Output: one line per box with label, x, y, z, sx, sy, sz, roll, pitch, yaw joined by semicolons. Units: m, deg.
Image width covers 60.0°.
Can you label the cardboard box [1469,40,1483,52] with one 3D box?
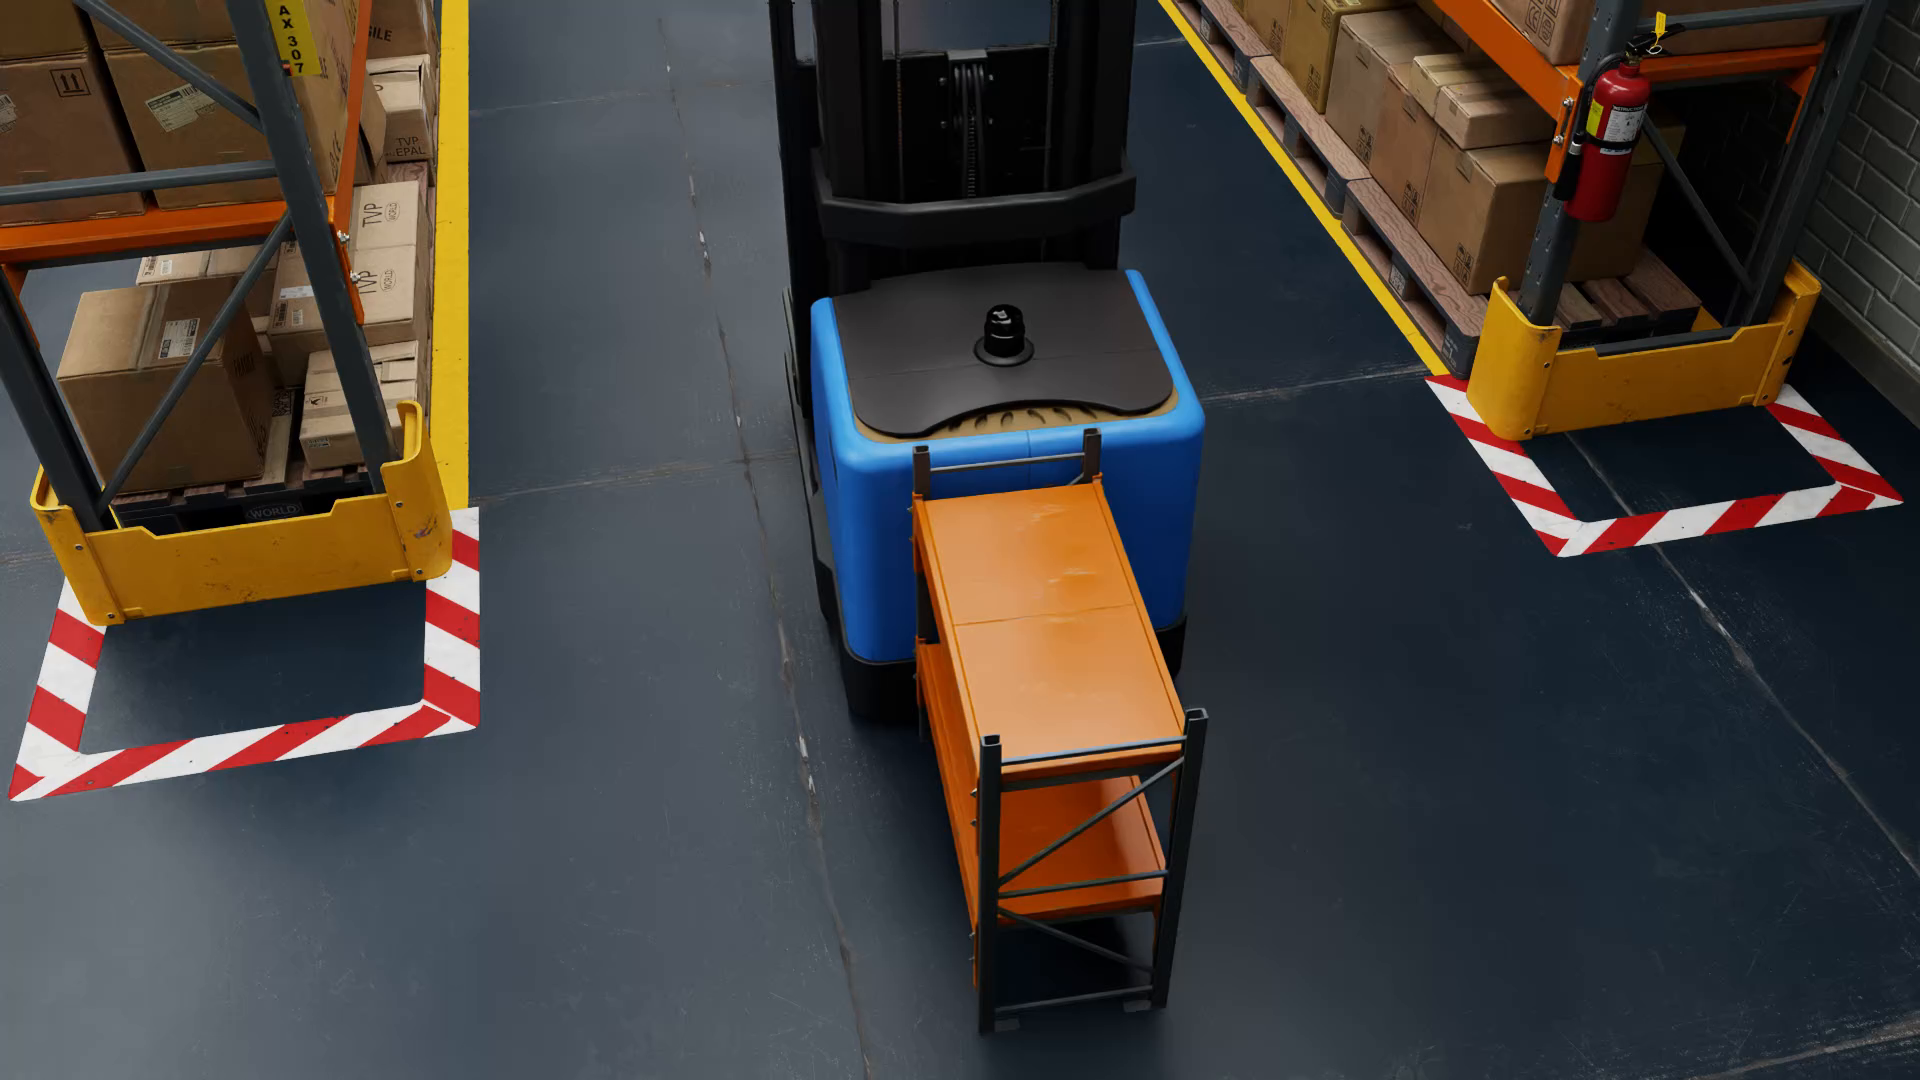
cardboard box;2.338;-2.032;6.858;0.380;0.149;0.250;-8;42;-9

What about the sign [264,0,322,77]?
sign;-1.778;-1.379;4.392;0.100;0.325;0.005;-8;42;-9

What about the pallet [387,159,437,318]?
pallet;-2.757;-1.290;7.044;1.003;0.211;1.213;-8;42;-9

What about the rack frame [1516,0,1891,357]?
rack frame;2.528;-1.690;5.394;1.000;3.000;0.127;-8;42;-9

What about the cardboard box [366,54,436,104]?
cardboard box;-2.632;-2.106;7.679;0.380;0.149;0.250;-8;42;-9

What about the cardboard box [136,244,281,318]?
cardboard box;-2.842;-1.051;6.414;0.500;0.250;0.500;-8;42;-9

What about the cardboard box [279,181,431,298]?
cardboard box;-2.364;-1.155;6.532;0.500;0.250;0.500;-8;42;-9

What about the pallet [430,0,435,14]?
pallet;-3.384;-3.049;9.026;1.003;0.211;1.213;-8;42;-9

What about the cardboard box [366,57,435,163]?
cardboard box;-2.609;-1.915;7.341;0.500;0.311;0.500;-8;42;-9

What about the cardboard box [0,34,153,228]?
cardboard box;-2.670;-1.266;4.842;0.500;0.500;0.500;-7;42;-8

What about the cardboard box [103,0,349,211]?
cardboard box;-2.146;-1.340;4.925;0.500;0.500;0.500;-8;42;-8

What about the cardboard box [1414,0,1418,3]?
cardboard box;2.172;-2.527;7.416;0.380;0.149;0.250;-9;42;-10

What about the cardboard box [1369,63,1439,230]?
cardboard box;2.171;-1.676;6.945;0.700;0.500;0.500;-8;42;-9

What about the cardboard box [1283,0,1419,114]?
cardboard box;1.940;-2.346;7.700;0.700;0.500;0.500;-7;42;-8

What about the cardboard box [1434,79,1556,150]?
cardboard box;2.074;-1.651;6.429;0.380;0.149;0.250;-9;42;-10

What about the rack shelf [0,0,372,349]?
rack shelf;-2.740;-2.005;6.291;1.077;0.370;4.000;-8;42;-9

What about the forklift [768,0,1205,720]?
forklift;-0.060;-1.536;5.272;1.130;2.935;3.031;-6;42;-7

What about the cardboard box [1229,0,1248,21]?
cardboard box;1.726;-3.005;8.443;0.700;0.500;0.500;-8;42;-9

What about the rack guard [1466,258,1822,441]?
rack guard;2.533;-0.739;6.206;1.175;0.500;0.348;-8;42;-9

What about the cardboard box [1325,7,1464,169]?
cardboard box;2.062;-2.002;7.312;0.700;0.500;0.500;-10;42;-11

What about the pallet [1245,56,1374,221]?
pallet;2.019;-1.943;7.780;1.003;0.211;1.213;-8;42;-9

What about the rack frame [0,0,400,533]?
rack frame;-2.308;-0.978;4.592;1.000;3.000;0.127;-8;42;-9

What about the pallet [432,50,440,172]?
pallet;-3.024;-2.082;7.937;1.003;0.211;1.213;-8;42;-9

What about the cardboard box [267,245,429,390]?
cardboard box;-2.256;-0.831;6.167;0.500;0.250;0.500;-8;42;-9

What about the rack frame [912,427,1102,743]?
rack frame;0.124;0.159;4.723;0.500;1.125;0.032;-6;42;-7

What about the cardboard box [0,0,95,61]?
cardboard box;-2.672;-1.638;4.507;0.500;0.500;0.500;-9;42;-10

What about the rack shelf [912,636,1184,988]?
rack shelf;0.208;0.675;4.511;0.538;0.278;1.000;-6;42;-7

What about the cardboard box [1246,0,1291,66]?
cardboard box;1.831;-2.679;8.075;0.700;0.500;0.500;-9;42;-10

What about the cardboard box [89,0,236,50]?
cardboard box;-2.146;-1.714;4.593;0.500;0.500;0.500;-7;42;-8

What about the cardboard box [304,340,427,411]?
cardboard box;-2.117;-0.565;5.930;0.380;0.166;0.250;-8;42;-9

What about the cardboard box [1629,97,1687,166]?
cardboard box;2.502;-1.542;6.305;0.380;0.149;0.250;-8;42;-9

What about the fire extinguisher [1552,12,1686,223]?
fire extinguisher;2.110;-1.358;5.359;0.296;0.674;0.183;-8;42;-9

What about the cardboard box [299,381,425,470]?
cardboard box;-2.063;-0.397;5.753;0.380;0.149;0.250;-8;42;-9

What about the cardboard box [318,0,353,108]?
cardboard box;-2.263;-1.674;5.301;0.500;0.500;0.500;-9;42;-10

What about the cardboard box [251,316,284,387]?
cardboard box;-2.665;-0.675;6.054;0.380;0.166;0.250;-8;42;-9

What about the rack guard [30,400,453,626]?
rack guard;-2.324;-0.092;5.477;1.175;0.500;0.348;-8;42;-9

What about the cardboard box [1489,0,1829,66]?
cardboard box;2.408;-2.131;5.665;0.980;0.700;0.700;-7;42;-7

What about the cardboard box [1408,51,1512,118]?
cardboard box;2.018;-1.817;6.615;0.380;0.149;0.250;-7;42;-8

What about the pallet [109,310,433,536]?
pallet;-2.497;-0.501;6.155;1.003;0.211;1.213;-8;42;-9

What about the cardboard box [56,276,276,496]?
cardboard box;-2.666;-0.524;5.633;0.500;0.500;0.500;-8;42;-9

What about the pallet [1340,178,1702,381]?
pallet;2.279;-1.154;6.891;1.003;0.211;1.213;-8;42;-9

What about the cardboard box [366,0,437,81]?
cardboard box;-2.771;-2.471;7.826;0.500;0.500;0.500;-8;42;-9

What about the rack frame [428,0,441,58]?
rack frame;-3.171;-3.570;7.513;1.000;3.000;0.127;-8;42;-9

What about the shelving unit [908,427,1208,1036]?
shelving unit;0.208;0.492;4.348;0.538;1.125;1.048;-6;42;-7

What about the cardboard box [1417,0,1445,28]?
cardboard box;2.226;-2.363;7.231;0.380;0.149;0.250;-8;42;-9

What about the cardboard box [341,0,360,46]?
cardboard box;-2.368;-2.000;5.668;0.500;0.500;0.500;-8;42;-9

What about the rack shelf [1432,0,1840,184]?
rack shelf;2.096;-2.717;7.093;1.077;0.370;4.000;-8;42;-9

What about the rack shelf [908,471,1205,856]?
rack shelf;0.208;0.273;4.154;0.538;0.278;1.000;-6;42;-7

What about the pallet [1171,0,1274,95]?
pallet;1.753;-2.736;8.673;1.003;0.211;1.213;-8;42;-9

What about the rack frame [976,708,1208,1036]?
rack frame;0.292;0.825;3.973;0.500;1.125;0.032;-6;42;-7

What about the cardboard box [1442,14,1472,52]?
cardboard box;2.282;-2.197;7.044;0.380;0.149;0.250;-8;42;-9

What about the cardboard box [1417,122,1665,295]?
cardboard box;2.279;-1.351;6.580;0.700;0.500;0.500;-8;42;-9

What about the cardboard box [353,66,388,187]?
cardboard box;-2.761;-1.584;6.824;0.797;0.503;0.637;-8;42;-9
